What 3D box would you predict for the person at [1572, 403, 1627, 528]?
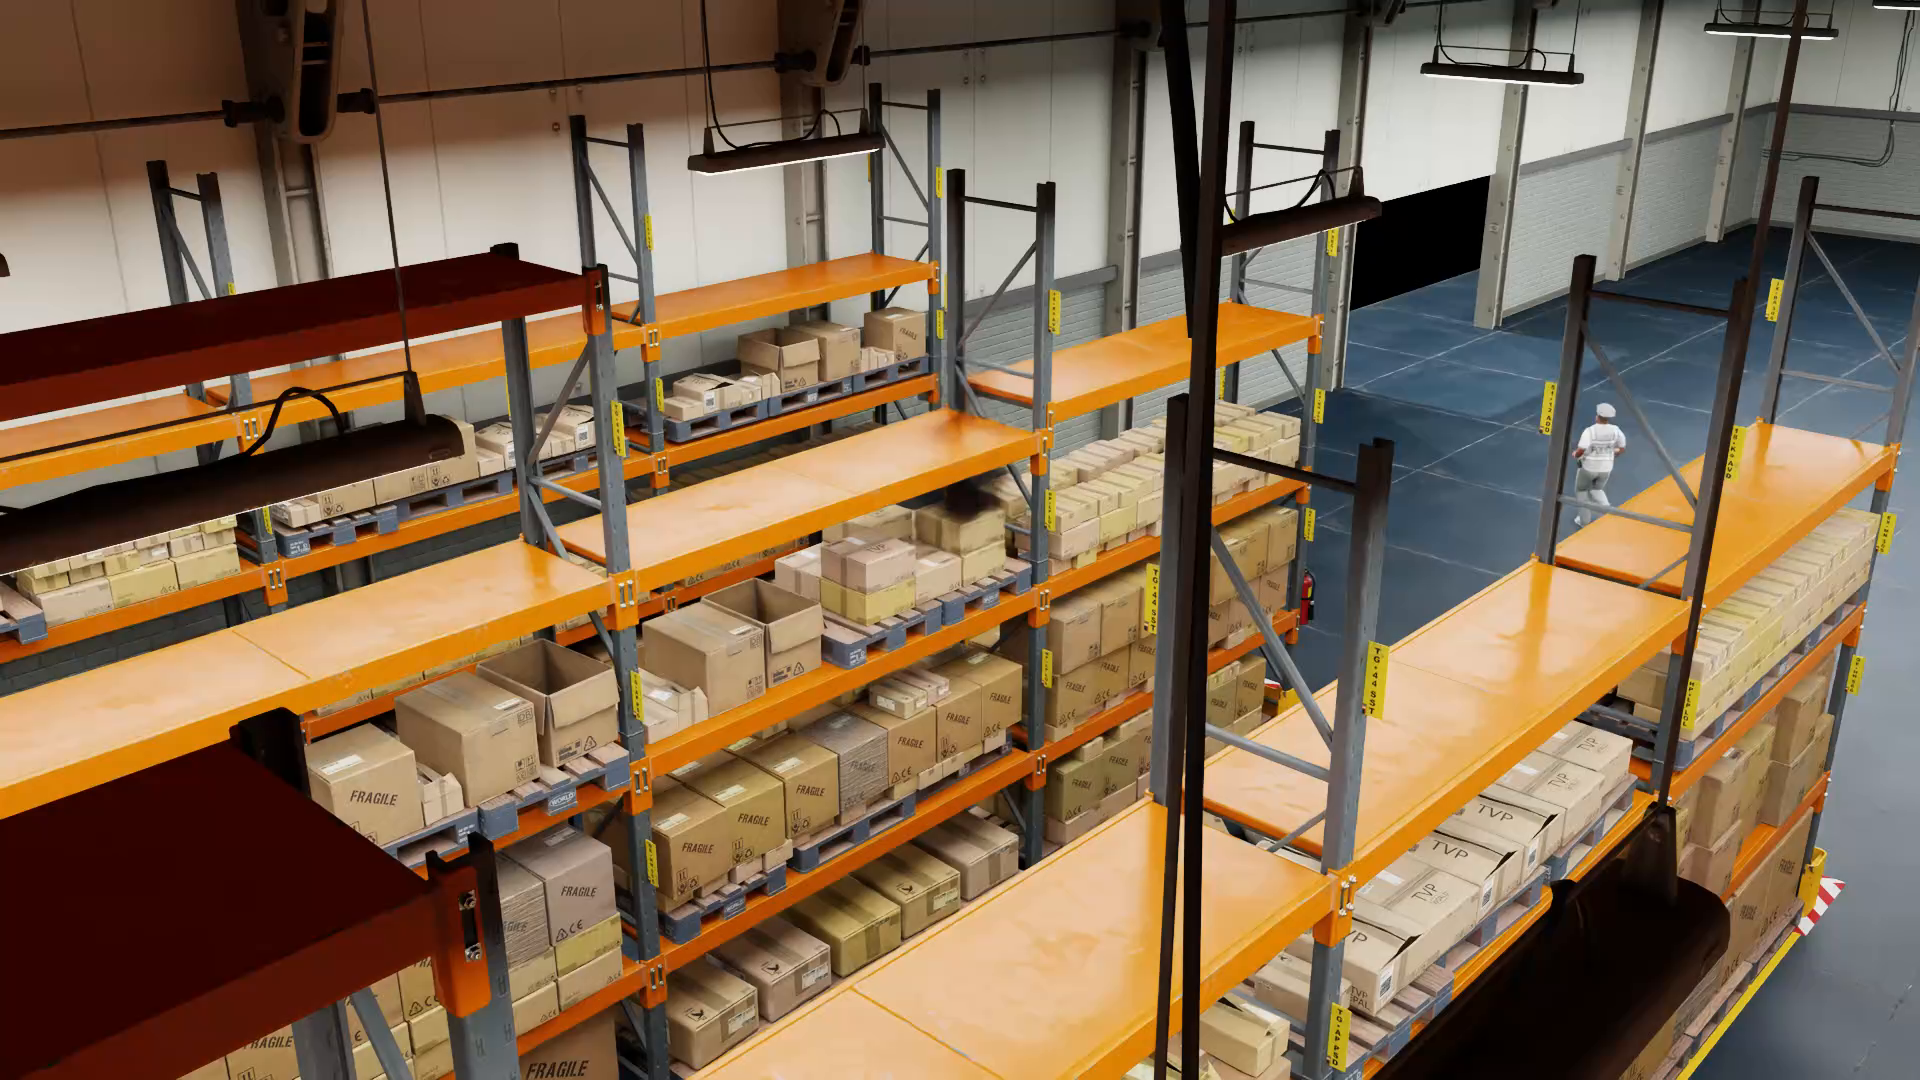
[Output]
[{"bbox_3d":[8.470,-0.982,22.150,0.661,1.731,0.626,-2,21,-5],"label":"person"}]
